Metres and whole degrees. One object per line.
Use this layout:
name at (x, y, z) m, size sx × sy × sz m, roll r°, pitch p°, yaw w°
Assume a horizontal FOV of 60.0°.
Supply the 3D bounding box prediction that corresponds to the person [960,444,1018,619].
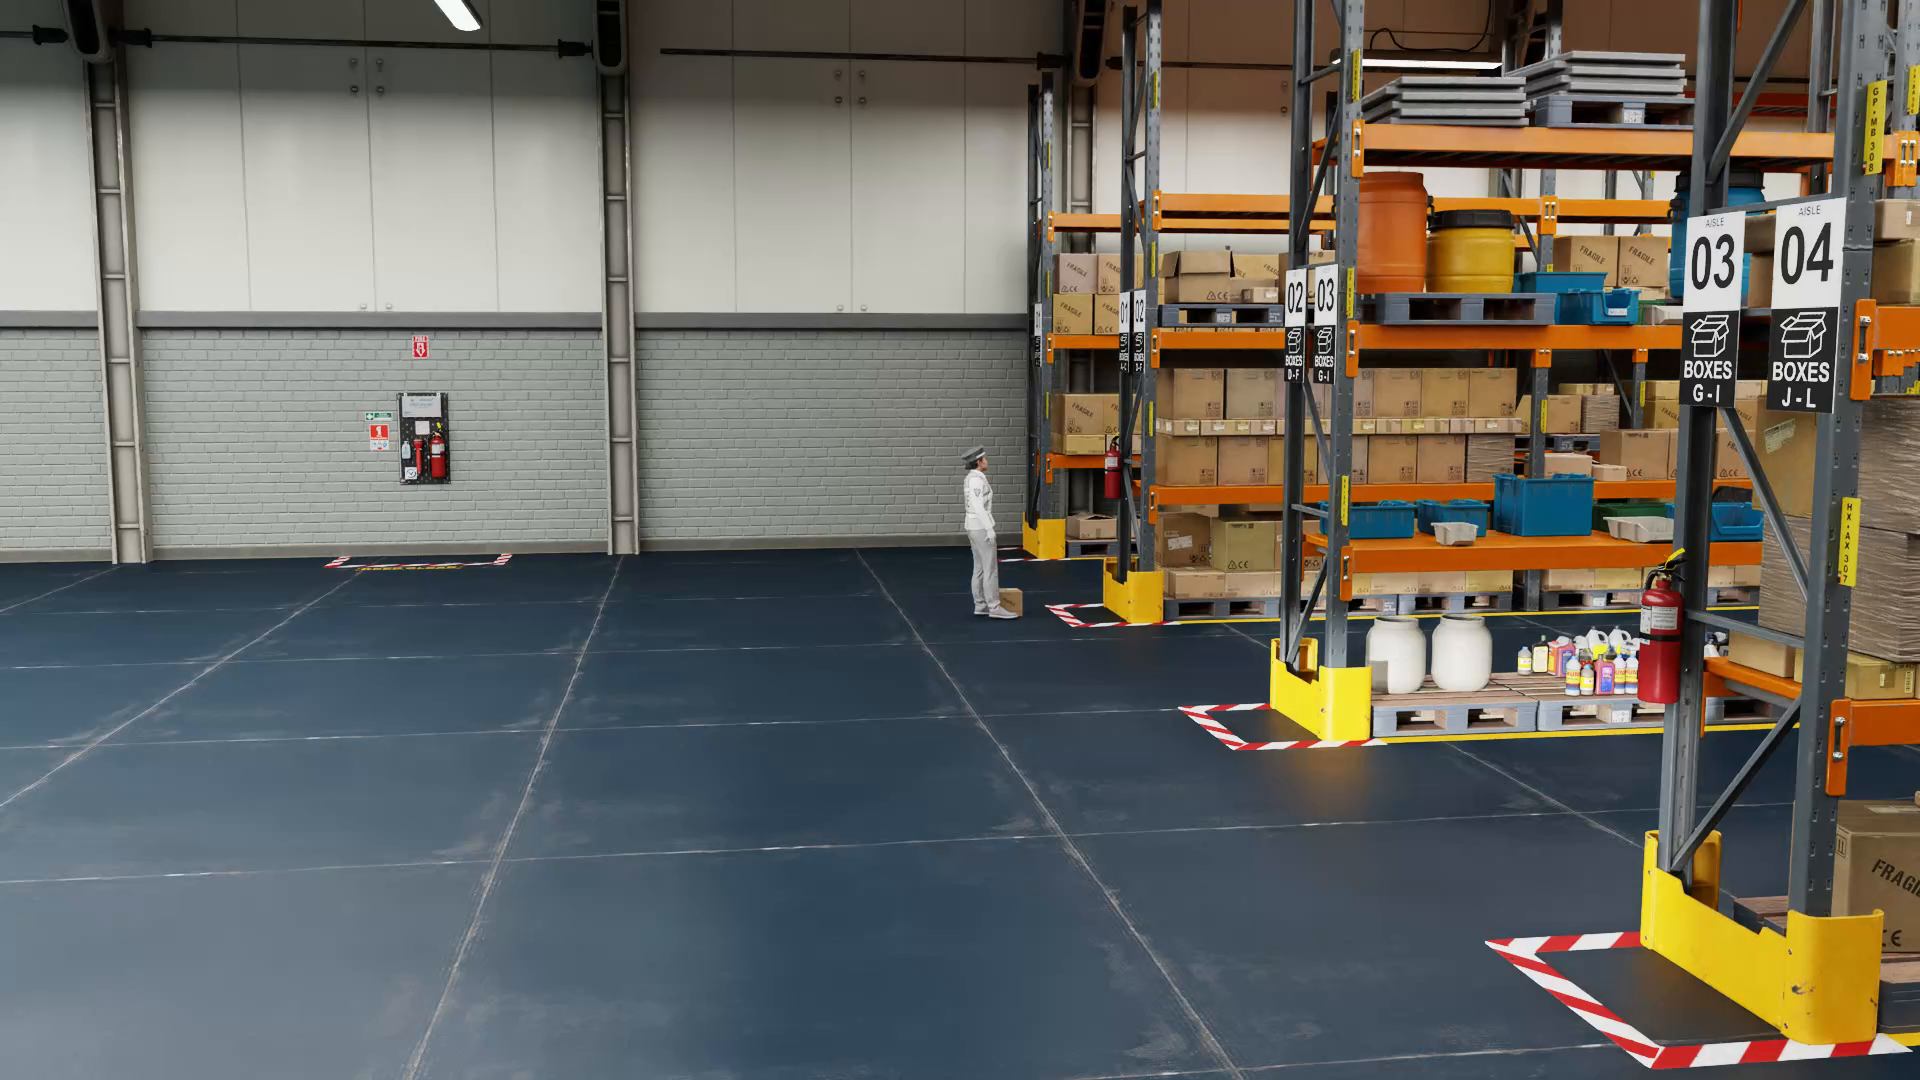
person at (0.276, -0.095, 16.437) m, size 0.529 × 1.694 × 0.587 m, roll -1°, pitch 7°, yaw -9°
